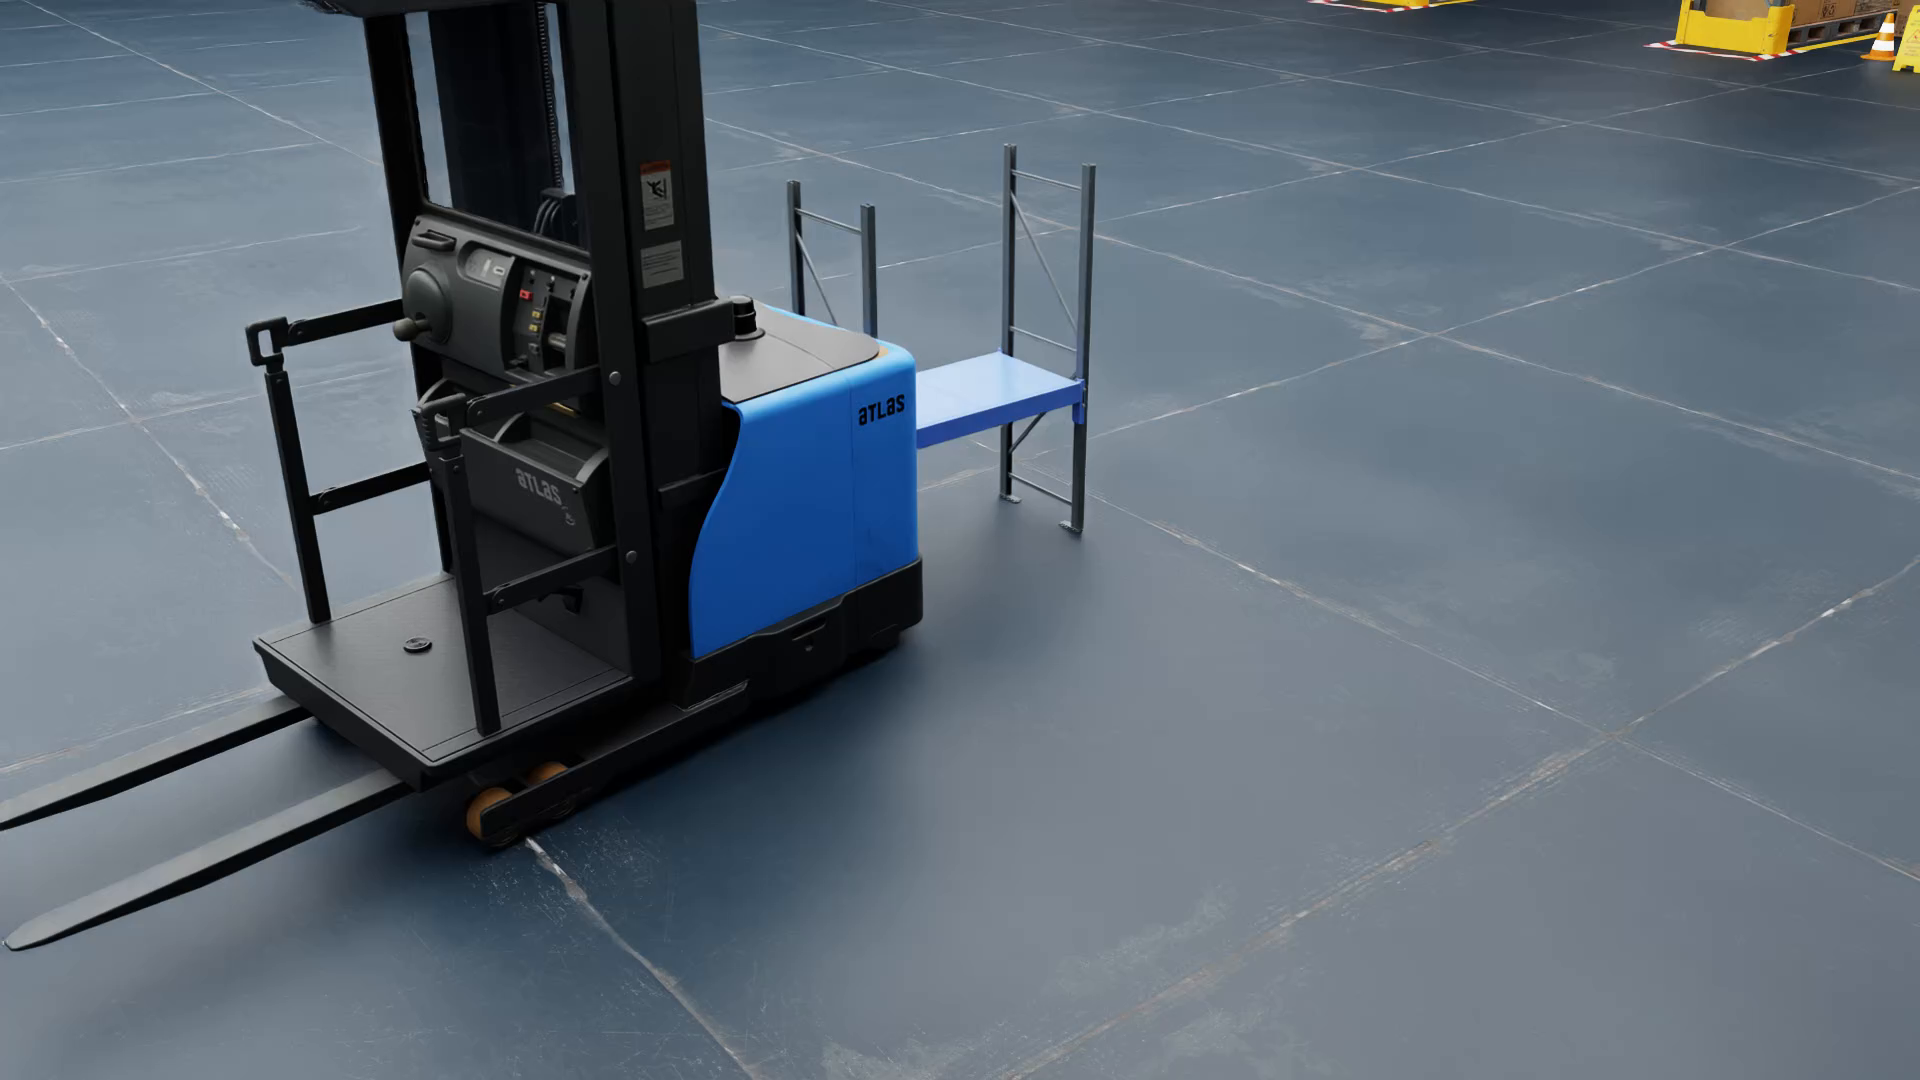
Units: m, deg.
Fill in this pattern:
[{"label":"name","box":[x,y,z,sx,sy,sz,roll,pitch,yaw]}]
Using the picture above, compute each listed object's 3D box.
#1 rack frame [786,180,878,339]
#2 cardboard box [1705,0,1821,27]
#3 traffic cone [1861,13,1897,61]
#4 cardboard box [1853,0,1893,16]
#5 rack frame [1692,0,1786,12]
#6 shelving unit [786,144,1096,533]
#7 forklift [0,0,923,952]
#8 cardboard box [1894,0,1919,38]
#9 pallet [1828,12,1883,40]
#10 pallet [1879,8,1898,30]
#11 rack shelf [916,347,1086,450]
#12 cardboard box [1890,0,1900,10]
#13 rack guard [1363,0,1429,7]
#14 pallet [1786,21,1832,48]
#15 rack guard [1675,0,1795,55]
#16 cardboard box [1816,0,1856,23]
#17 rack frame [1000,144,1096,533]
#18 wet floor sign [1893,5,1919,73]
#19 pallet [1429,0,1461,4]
[{"label":"rack frame","box":[-0.455,-0.530,6.109,0.032,1.500,0.500,-19,31,-34]},{"label":"cardboard box","box":[9.146,-6.322,18.835,0.875,0.875,0.875,-18,30,-34]},{"label":"traffic cone","box":[9.948,-5.415,17.867,0.334,0.463,0.336,-18,31,-34]},{"label":"cardboard box","box":[10.556,-6.788,19.838,0.875,0.875,0.875,-18,30,-34]},{"label":"rack frame","box":[8.653,-6.898,18.049,0.127,3.000,1.000,-18,31,-34]},{"label":"shelving unit","box":[-0.058,-0.663,6.397,1.048,1.500,0.538,-19,31,-34]},{"label":"forklift","box":[-1.513,-0.683,4.740,1.130,2.935,3.031,22,33,39]},{"label":"cardboard box","box":[11.213,-6.061,19.213,0.500,0.500,0.500,-13,28,-25]},{"label":"pallet","box":[10.194,-6.182,19.819,1.213,0.211,1.003,-18,31,-34]},{"label":"pallet","box":[11.154,-6.500,20.505,1.213,0.211,1.003,-18,31,-34]},{"label":"rack shelf","box":[-0.058,-0.500,6.473,1.000,0.185,0.538,-19,31,-34]},{"label":"cardboard box","box":[11.263,-7.023,20.345,0.875,0.875,0.875,-18,30,-33]},{"label":"rack guard","box":[5.732,-7.453,22.215,0.348,0.500,1.175,-18,31,-34]},{"label":"pallet","box":[9.234,-5.866,19.140,1.213,0.211,1.003,-18,31,-34]},{"label":"rack guard","box":[8.635,-5.758,18.562,0.348,0.500,1.175,-18,31,-34]},{"label":"cardboard box","box":[9.837,-6.552,19.329,0.875,0.875,0.875,-19,31,-35]},{"label":"rack frame","box":[0.339,-0.797,6.685,0.032,1.500,0.500,-19,31,-34]},{"label":"wet floor sign","box":[9.852,-5.166,17.115,0.267,0.644,0.232,21,32,37]},{"label":"pallet","box":[6.393,-7.521,22.705,1.213,0.211,1.003,-18,31,-34]}]
